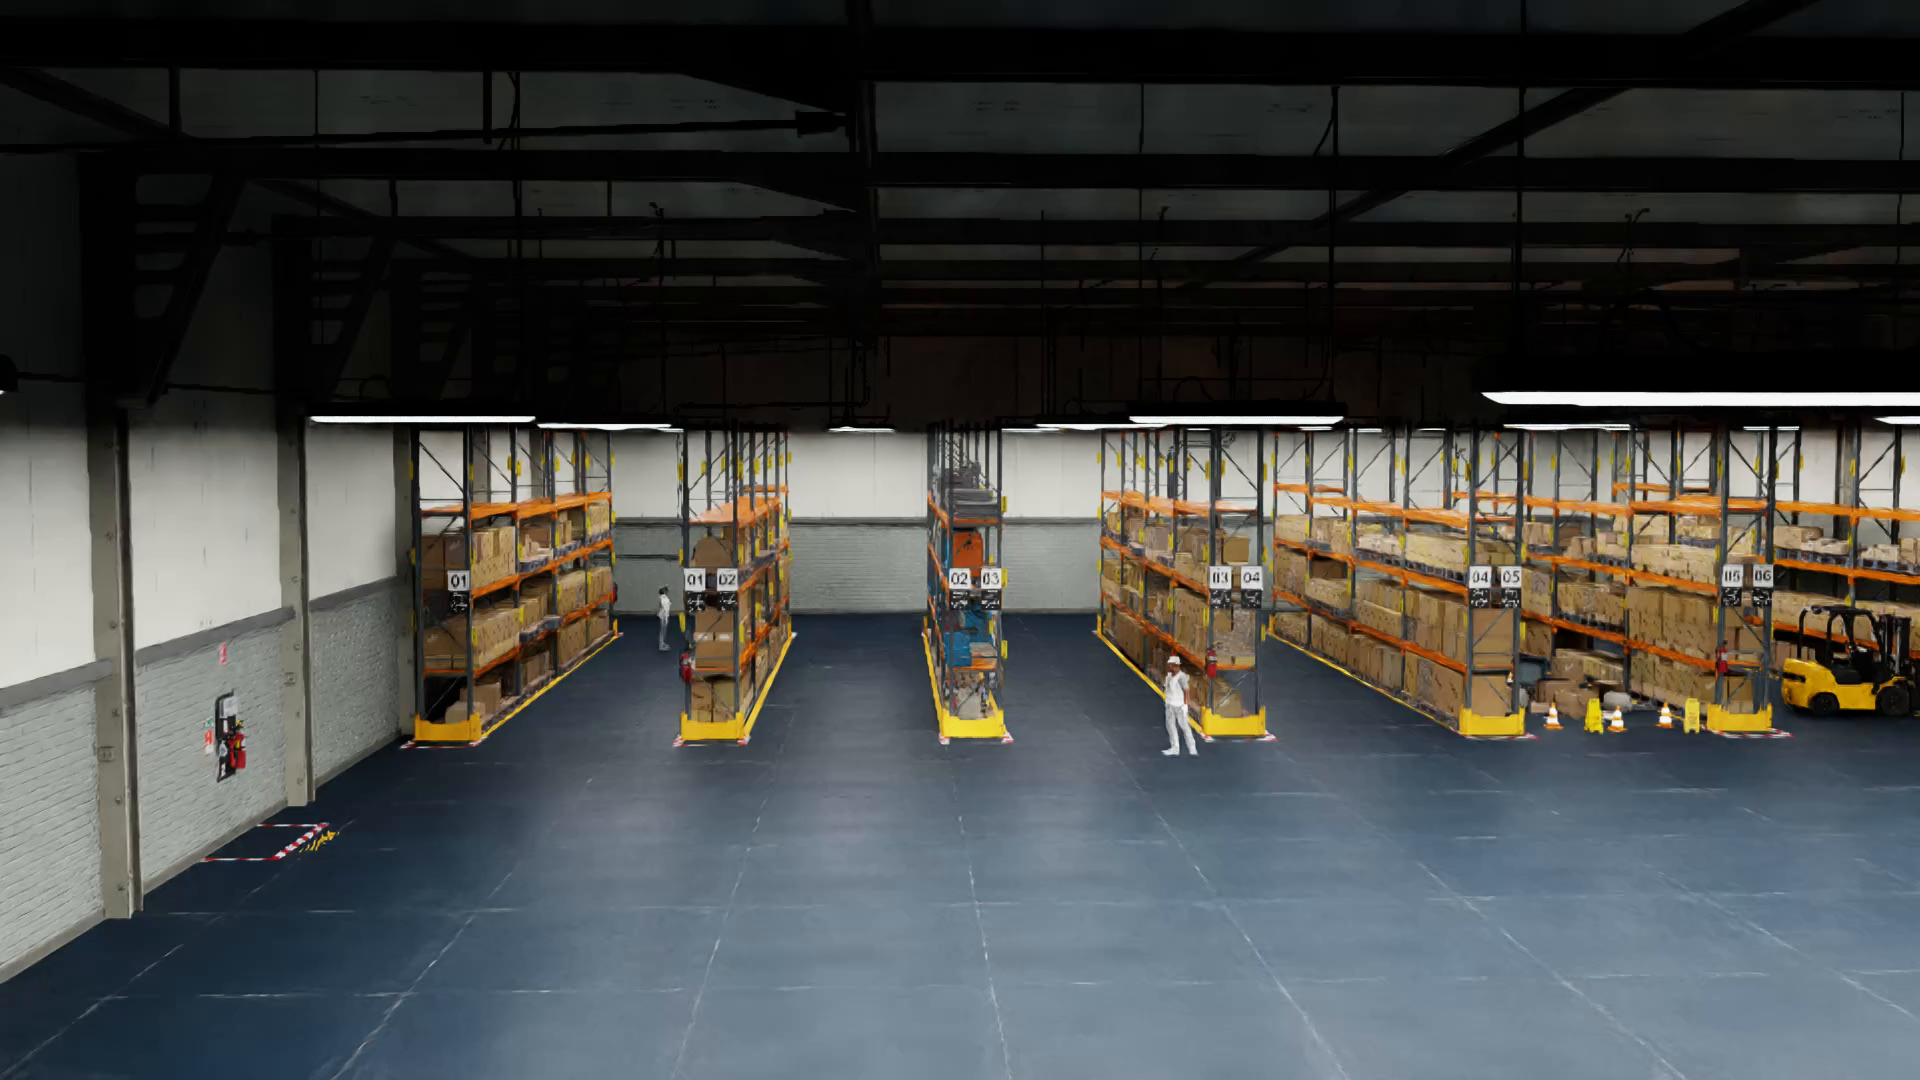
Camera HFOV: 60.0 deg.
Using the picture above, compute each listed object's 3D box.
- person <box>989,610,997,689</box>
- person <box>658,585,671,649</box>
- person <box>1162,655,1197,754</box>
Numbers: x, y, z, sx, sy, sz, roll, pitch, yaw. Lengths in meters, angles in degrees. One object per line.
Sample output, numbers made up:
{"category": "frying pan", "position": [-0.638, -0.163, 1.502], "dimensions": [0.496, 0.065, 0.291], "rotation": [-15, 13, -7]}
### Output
{"category": "person", "position": [0.785, 2.417, 37.346], "dimensions": [0.397, 1.791, 0.655], "rotation": [-1, 4, -17]}
{"category": "person", "position": [-7.846, 2.039, 44.154], "dimensions": [0.365, 1.680, 0.576], "rotation": [-1, 4, -20]}
{"category": "person", "position": [3.914, 2.941, 29.696], "dimensions": [0.549, 1.780, 0.658], "rotation": [-2, 4, -29]}
